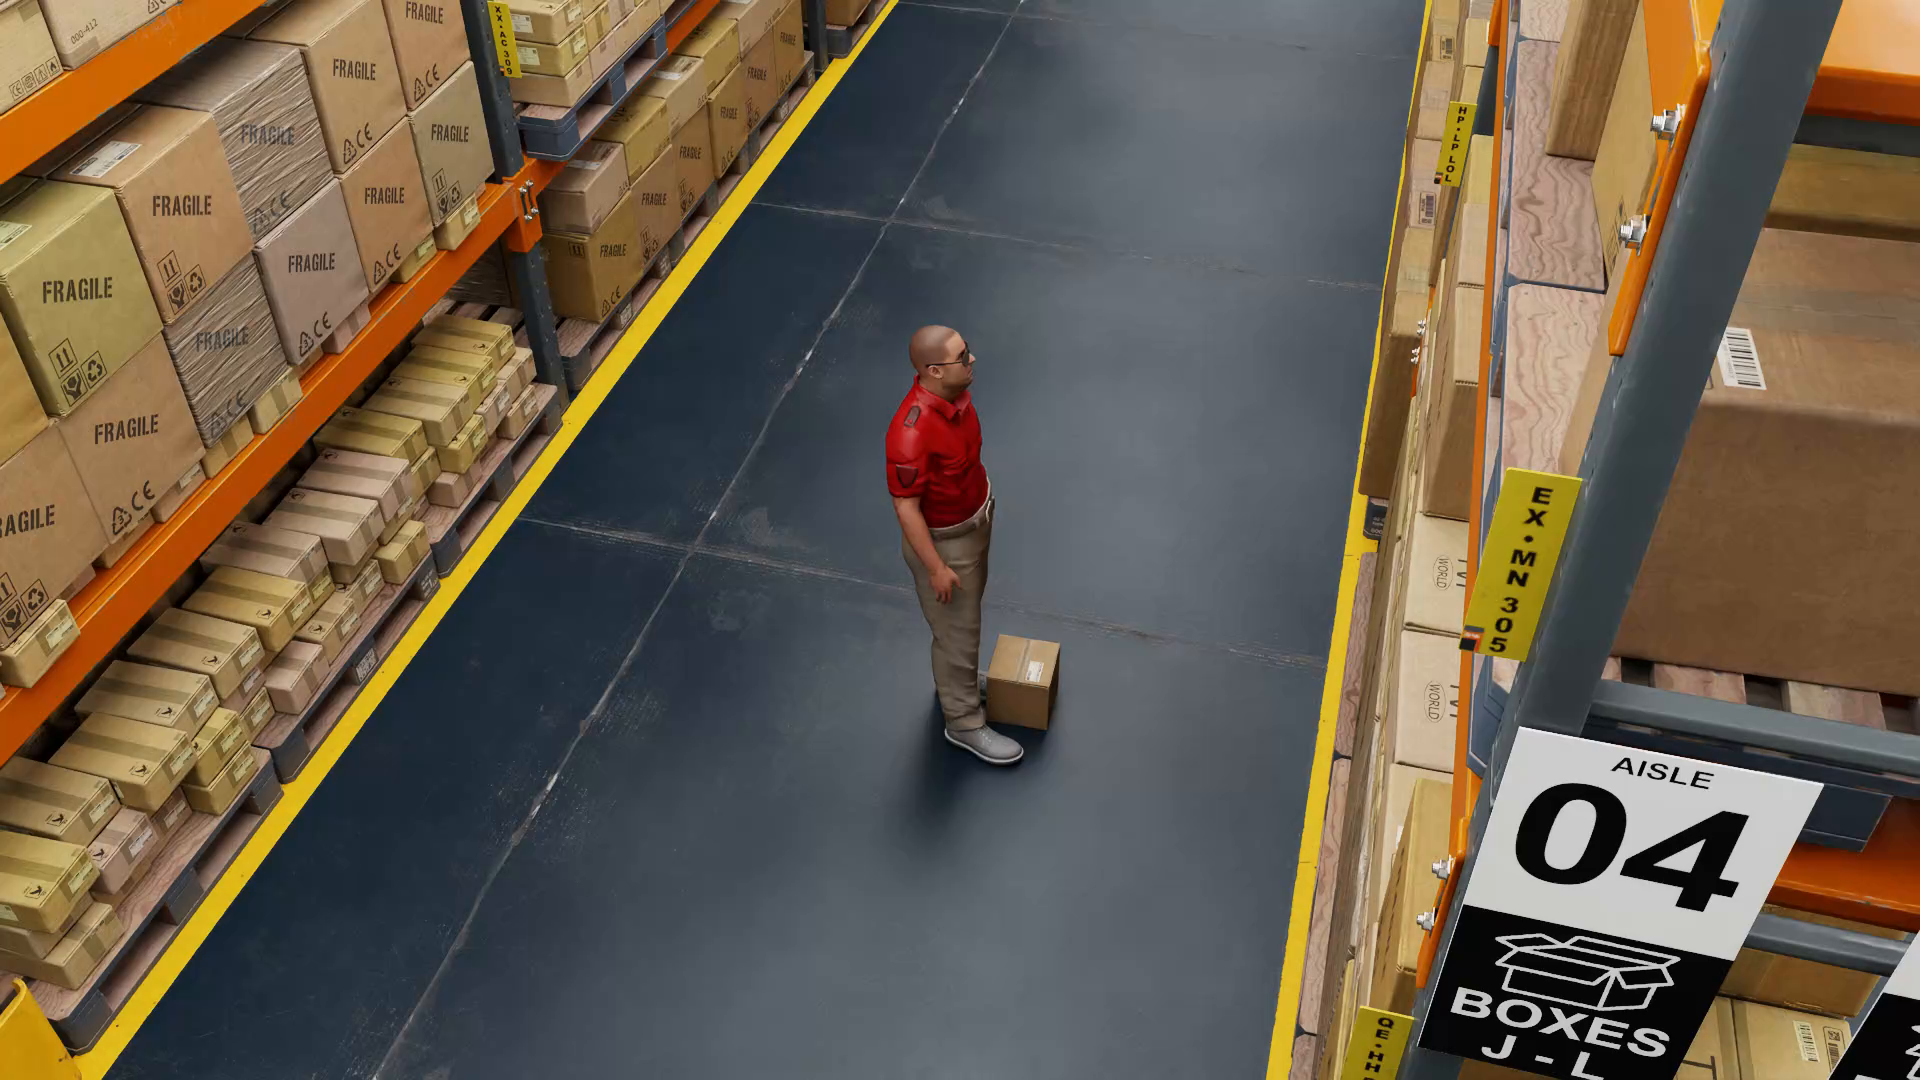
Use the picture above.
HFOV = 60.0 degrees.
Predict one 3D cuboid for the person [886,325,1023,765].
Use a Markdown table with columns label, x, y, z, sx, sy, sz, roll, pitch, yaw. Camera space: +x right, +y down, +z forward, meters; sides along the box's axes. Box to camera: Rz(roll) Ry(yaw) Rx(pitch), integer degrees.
| label | x | y | z | sx | sy | sz | roll | pitch | yaw |
| --- | --- | --- | --- | --- | --- | --- | --- | --- | --- |
| person | 0.047 | -0.009 | 6.169 | 0.551 | 1.727 | 0.640 | 10 | 42 | 11 |
